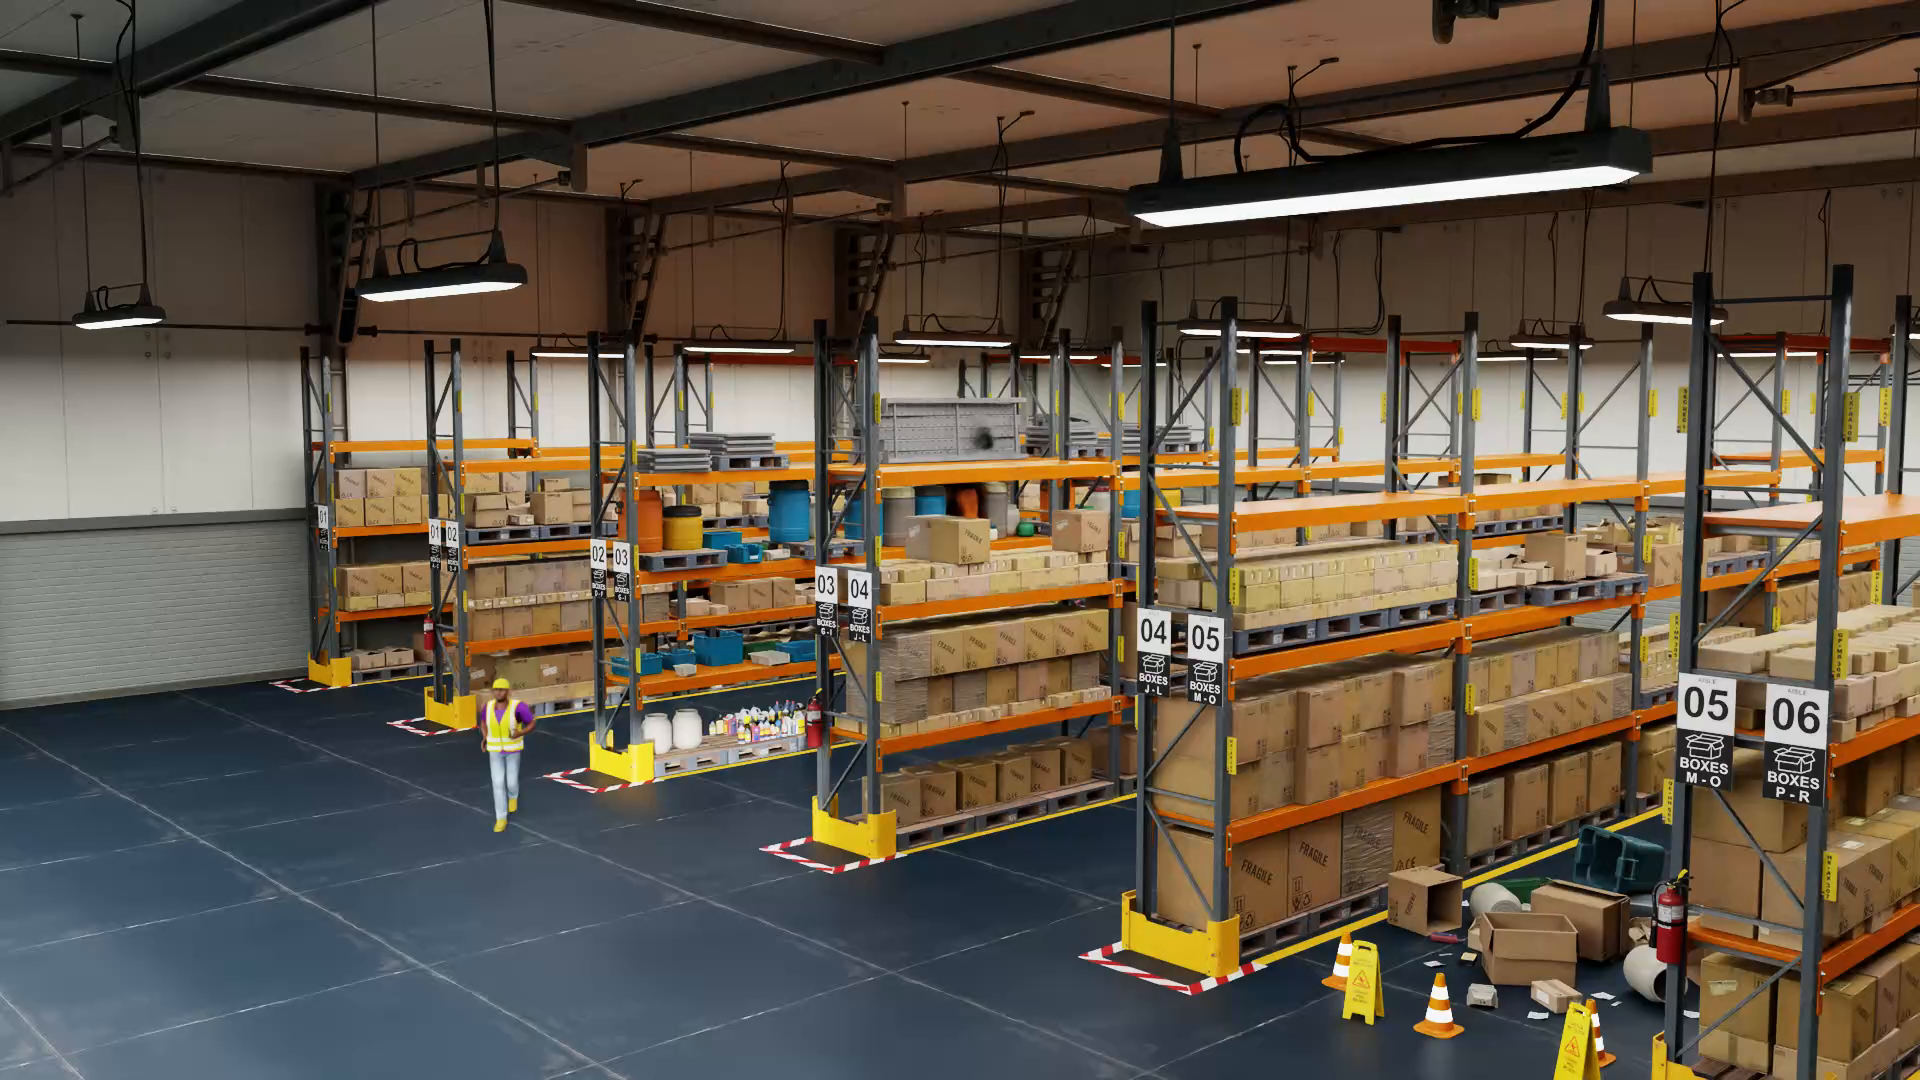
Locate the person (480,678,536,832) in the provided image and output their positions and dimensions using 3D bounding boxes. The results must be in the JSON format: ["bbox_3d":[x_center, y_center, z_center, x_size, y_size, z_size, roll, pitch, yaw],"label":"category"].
[{"bbox_3d":[-5.437,2.532,19.958,0.685,1.775,0.900,0,5,-4],"label":"person"}]
